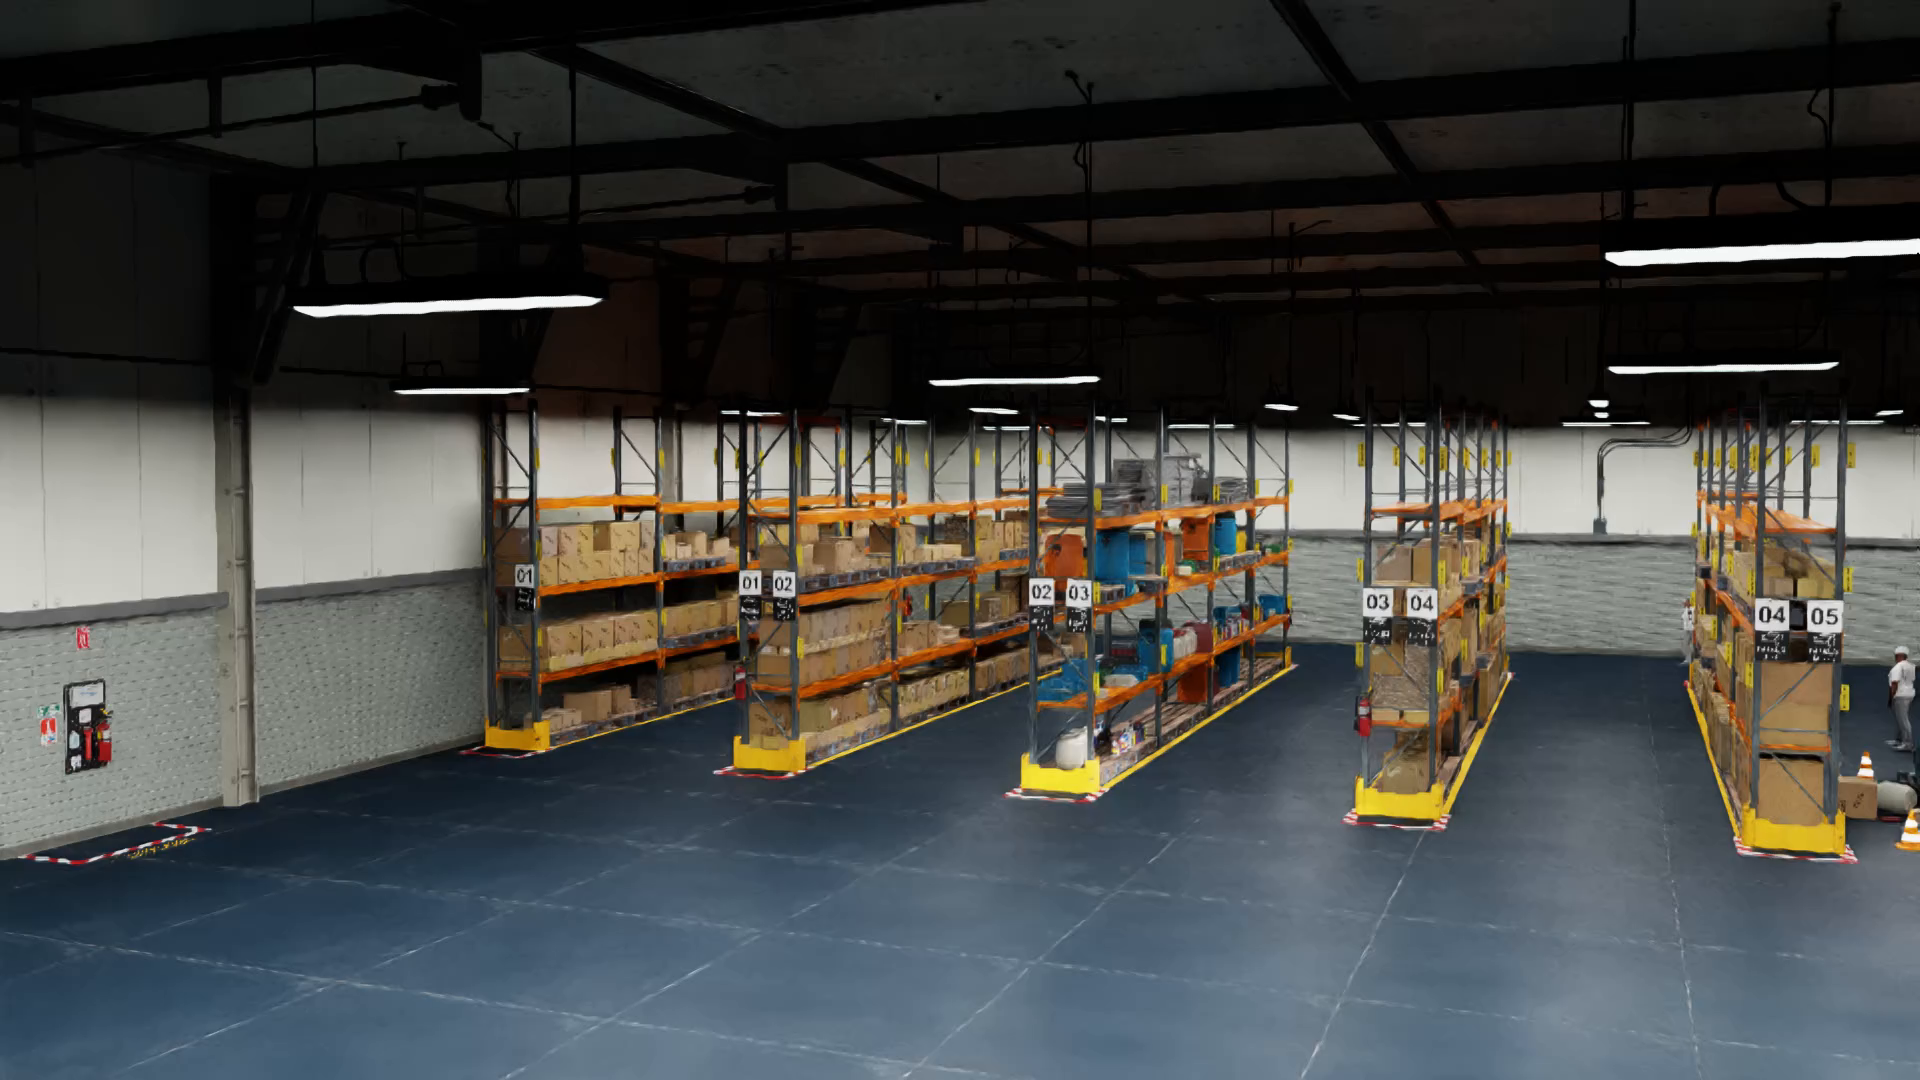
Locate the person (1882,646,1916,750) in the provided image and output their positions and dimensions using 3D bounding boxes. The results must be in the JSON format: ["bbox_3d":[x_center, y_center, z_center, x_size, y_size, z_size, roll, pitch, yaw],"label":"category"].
[{"bbox_3d":[16.172,2.693,28.628,0.669,1.764,0.573,-2,4,-38],"label":"person"}]

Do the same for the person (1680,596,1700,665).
[{"bbox_3d":[17.765,2.193,40.281,0.570,1.660,0.499,-1,3,-22],"label":"person"}]
